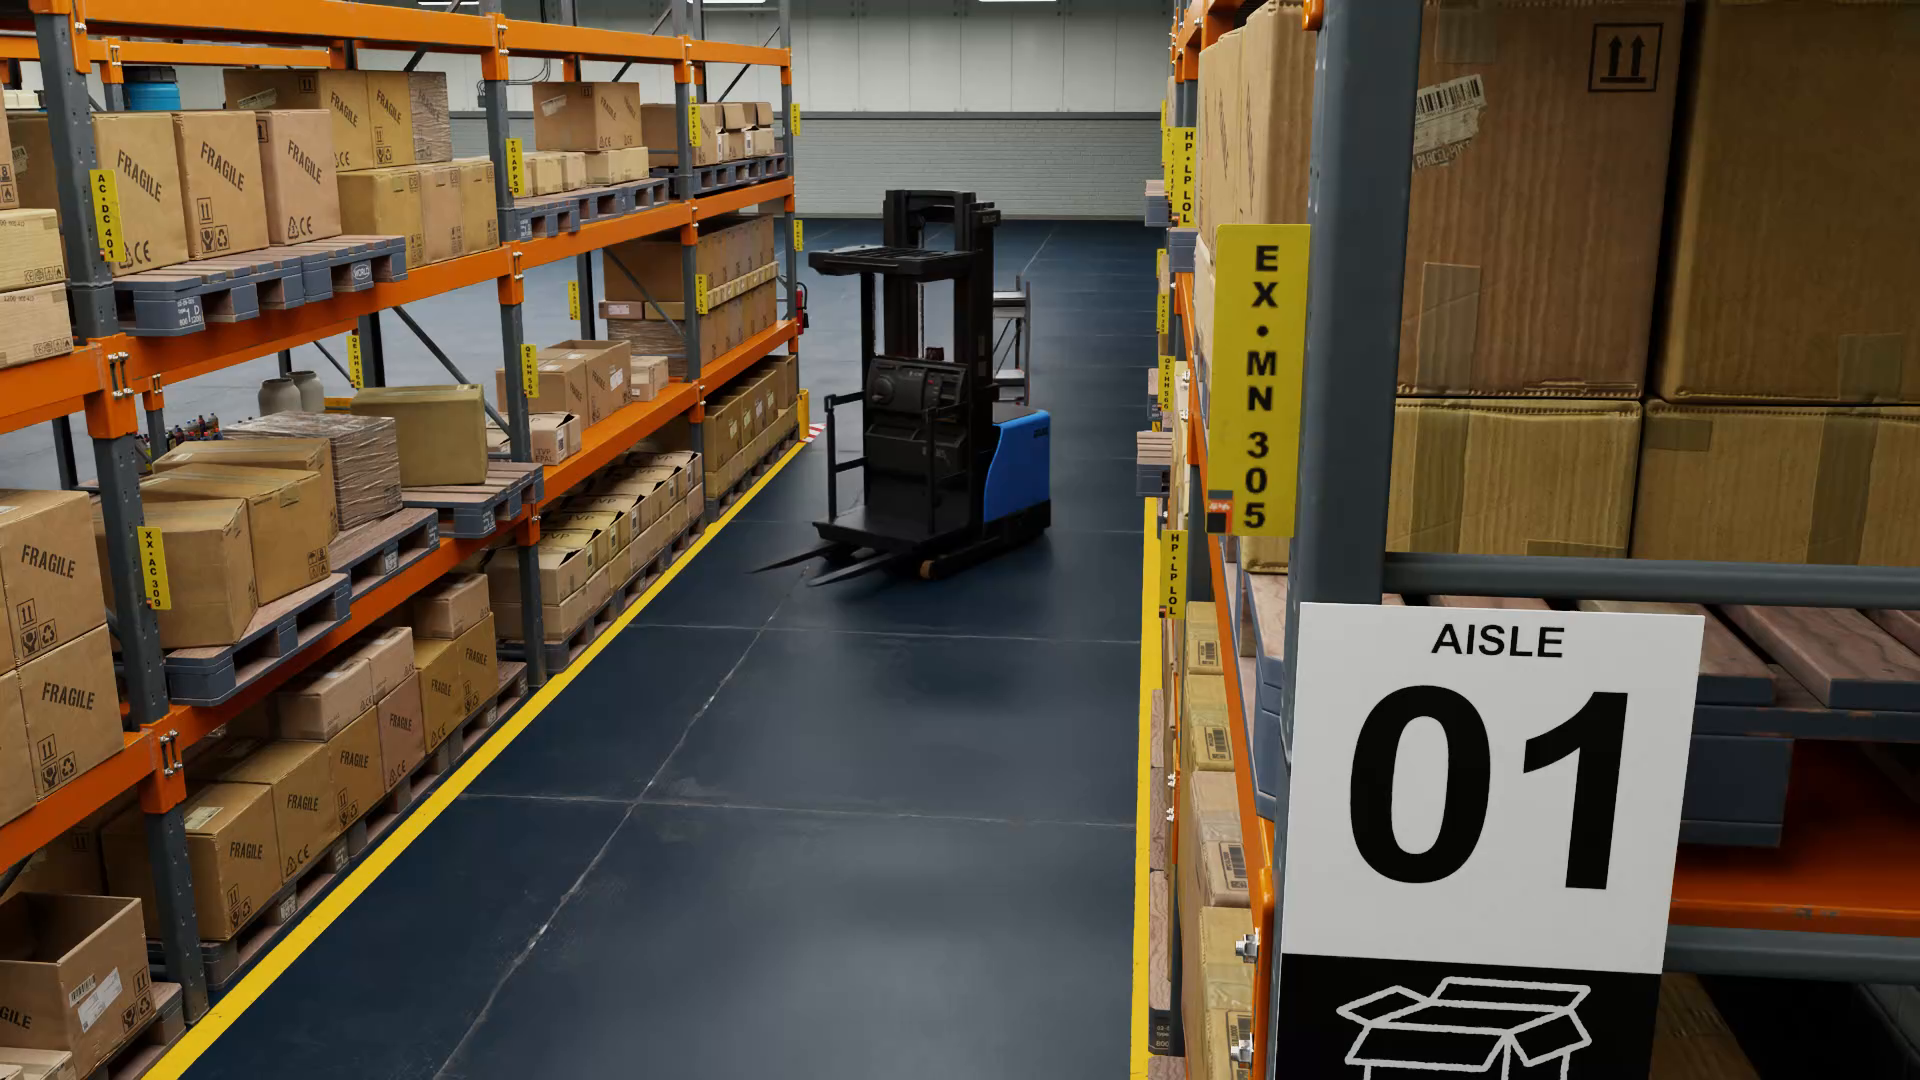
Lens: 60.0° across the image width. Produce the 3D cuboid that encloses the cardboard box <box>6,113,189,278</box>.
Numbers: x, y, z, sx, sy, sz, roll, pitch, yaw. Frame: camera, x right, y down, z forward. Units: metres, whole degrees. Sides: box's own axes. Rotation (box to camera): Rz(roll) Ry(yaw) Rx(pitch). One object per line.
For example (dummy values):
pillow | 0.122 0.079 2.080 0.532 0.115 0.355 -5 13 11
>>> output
cardboard box | -3.493 -1.363 6.522 0.600 0.600 0.600 0 15 1

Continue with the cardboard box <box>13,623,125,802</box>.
cardboard box | -3.424 0.602 5.999 0.500 0.500 0.500 2 15 7

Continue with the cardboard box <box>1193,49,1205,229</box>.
cardboard box | 0.941 -1.154 4.793 0.500 0.500 0.500 2 15 6

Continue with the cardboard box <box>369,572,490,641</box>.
cardboard box | -3.046 0.372 9.550 0.500 0.250 0.500 2 15 8

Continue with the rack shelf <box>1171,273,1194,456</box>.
rack shelf | 1.525 -0.962 7.604 1.077 0.370 4.000 2 15 6

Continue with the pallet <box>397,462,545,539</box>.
pallet | -3.178 -0.254 9.724 1.213 0.211 1.003 2 15 6

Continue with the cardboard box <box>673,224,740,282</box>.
cardboard box | -2.507 -2.743 15.881 0.700 0.500 0.500 2 15 6

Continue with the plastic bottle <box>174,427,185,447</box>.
plastic bottle | -7.669 -0.958 16.321 0.061 0.283 0.133 2 15 6

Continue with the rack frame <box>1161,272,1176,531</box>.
rack frame | 2.202 -1.417 13.657 1.000 3.000 0.127 2 15 6

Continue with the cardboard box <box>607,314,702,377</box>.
cardboard box | -2.676 -1.726 14.606 0.700 0.500 0.500 1 15 5

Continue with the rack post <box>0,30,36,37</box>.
rack post | -7.778 -4.188 12.029 1.013 1.000 3.121 2 15 6

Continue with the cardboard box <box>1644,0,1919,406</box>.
cardboard box | 1.171 -0.476 2.283 0.500 0.500 0.500 1 15 4

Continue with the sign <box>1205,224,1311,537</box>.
sign | 0.311 -0.162 1.723 0.100 0.325 0.005 2 15 6

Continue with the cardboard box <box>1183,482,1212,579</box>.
cardboard box | 1.098 -0.035 6.307 0.500 0.250 0.500 2 15 8

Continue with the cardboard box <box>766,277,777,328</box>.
cardboard box | -2.334 -2.527 17.570 0.700 0.500 0.500 2 15 6

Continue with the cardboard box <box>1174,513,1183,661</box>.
cardboard box | 1.149 0.196 6.890 0.500 0.500 0.500 2 15 7

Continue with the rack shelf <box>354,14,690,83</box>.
rack shelf | -2.946 -3.399 11.638 1.077 0.370 4.000 2 15 6

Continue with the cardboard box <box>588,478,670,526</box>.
cardboard box | -2.592 -0.330 13.026 0.500 0.311 0.500 2 15 6

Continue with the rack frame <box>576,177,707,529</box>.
rack frame | -2.720 -1.562 14.193 1.000 3.000 0.127 2 15 6

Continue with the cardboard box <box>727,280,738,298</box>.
cardboard box | -2.326 -2.390 15.818 0.380 0.149 0.250 2 15 6

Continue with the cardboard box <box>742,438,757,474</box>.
cardboard box | -2.244 -0.808 15.867 0.500 0.250 0.500 2 15 6

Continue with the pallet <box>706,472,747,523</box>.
pallet | -2.589 -0.421 15.315 1.003 0.211 1.213 2 15 6

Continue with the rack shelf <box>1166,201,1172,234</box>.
rack shelf | 2.428 -3.037 15.278 1.077 0.370 4.000 2 15 6

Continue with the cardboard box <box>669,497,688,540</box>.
cardboard box | -2.538 -0.190 13.583 0.500 0.250 0.500 1 15 5

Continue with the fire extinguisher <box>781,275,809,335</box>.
fire extinguisher | -1.794 -2.579 18.103 0.296 0.674 0.183 2 15 6

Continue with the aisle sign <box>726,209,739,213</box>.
aisle sign | -2.566 -3.881 17.787 0.394 0.787 0.004 2 15 6

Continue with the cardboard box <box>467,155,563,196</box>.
cardboard box | -3.059 -2.507 11.423 0.500 0.250 0.500 1 15 5

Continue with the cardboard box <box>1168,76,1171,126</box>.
cardboard box | 2.041 -3.687 14.159 0.500 0.500 0.500 3 15 9

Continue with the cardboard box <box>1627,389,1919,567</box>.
cardboard box | 1.174 -0.114 2.381 0.500 0.250 0.500 2 15 9

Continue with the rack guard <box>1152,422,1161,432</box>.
rack guard | 2.645 -1.228 17.747 1.175 0.500 0.348 2 15 6

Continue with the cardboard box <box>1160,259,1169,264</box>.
cardboard box | 2.236 -2.511 16.515 0.500 0.500 0.500 2 15 6

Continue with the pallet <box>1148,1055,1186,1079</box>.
pallet | 1.136 2.199 5.627 1.003 0.211 1.213 2 15 6

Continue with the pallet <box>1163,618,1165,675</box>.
pallet | 1.841 0.764 10.934 1.003 0.211 1.213 2 15 6

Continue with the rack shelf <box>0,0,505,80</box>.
rack shelf | -3.397 -2.362 7.801 1.077 0.370 4.000 2 15 6

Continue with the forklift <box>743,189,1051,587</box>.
forklift | -0.476 -1.237 13.120 1.130 2.935 3.031 10 18 34

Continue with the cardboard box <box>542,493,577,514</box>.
cardboard box | -3.186 -0.210 12.580 0.500 0.311 0.500 2 15 8

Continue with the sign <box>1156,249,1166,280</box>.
sign | 2.115 -2.889 17.440 0.100 0.325 0.005 2 15 6

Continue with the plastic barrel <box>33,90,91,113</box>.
plastic barrel | -7.483 -3.261 13.768 0.600 0.901 0.708 2 15 6

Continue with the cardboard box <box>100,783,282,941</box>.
cardboard box | -3.326 1.389 7.226 0.500 0.500 0.500 1 15 4

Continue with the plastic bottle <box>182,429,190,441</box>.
plastic bottle | -7.765 -1.007 16.656 0.097 0.201 0.097 0 15 0

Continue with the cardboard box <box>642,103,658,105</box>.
cardboard box | -2.728 -3.944 15.989 0.500 0.500 0.500 2 15 6

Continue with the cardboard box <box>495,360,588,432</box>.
cardboard box | -2.998 -1.009 11.955 0.500 0.500 0.500 1 15 3

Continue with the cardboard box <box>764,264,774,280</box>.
cardboard box | -2.151 -2.788 17.294 0.380 0.149 0.250 2 15 8

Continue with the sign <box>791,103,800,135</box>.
sign | -1.731 -4.417 17.461 0.100 0.325 0.005 2 15 6

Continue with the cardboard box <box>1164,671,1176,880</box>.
cardboard box | 1.341 1.090 7.700 0.750 0.750 0.750 2 15 8

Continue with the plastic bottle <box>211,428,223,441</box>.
plastic bottle | -7.117 -0.889 15.935 0.144 0.351 0.185 1 15 4

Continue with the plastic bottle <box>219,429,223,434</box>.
plastic bottle | -7.219 -0.961 16.344 0.152 0.276 0.135 2 15 6

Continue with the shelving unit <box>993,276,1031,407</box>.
shelving unit | 0.371 -1.277 14.862 0.431 2.100 0.503 -2 15 -8

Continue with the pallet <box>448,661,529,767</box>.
pallet | -3.293 1.014 10.008 1.003 0.211 1.213 2 15 6

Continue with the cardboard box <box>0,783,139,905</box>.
cardboard box | -3.852 1.370 7.293 0.500 0.500 0.500 2 15 6

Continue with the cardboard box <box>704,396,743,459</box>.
cardboard box | -2.308 -1.041 15.290 0.500 0.500 0.500 2 15 6

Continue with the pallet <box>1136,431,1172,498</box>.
pallet | 1.726 -0.475 10.541 1.213 0.211 1.003 2 15 6

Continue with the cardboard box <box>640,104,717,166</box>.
cardboard box | -2.401 -3.452 14.170 0.500 0.500 0.500 3 15 11

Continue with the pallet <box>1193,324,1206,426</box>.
pallet | 1.197 -0.536 4.820 1.003 0.211 1.213 2 15 6

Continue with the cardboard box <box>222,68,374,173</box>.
cardboard box | -3.342 -2.126 8.425 0.500 0.500 0.500 2 15 6

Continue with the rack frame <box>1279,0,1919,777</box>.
rack frame | 0.848 -1.201 1.364 1.000 3.000 0.127 2 15 6
